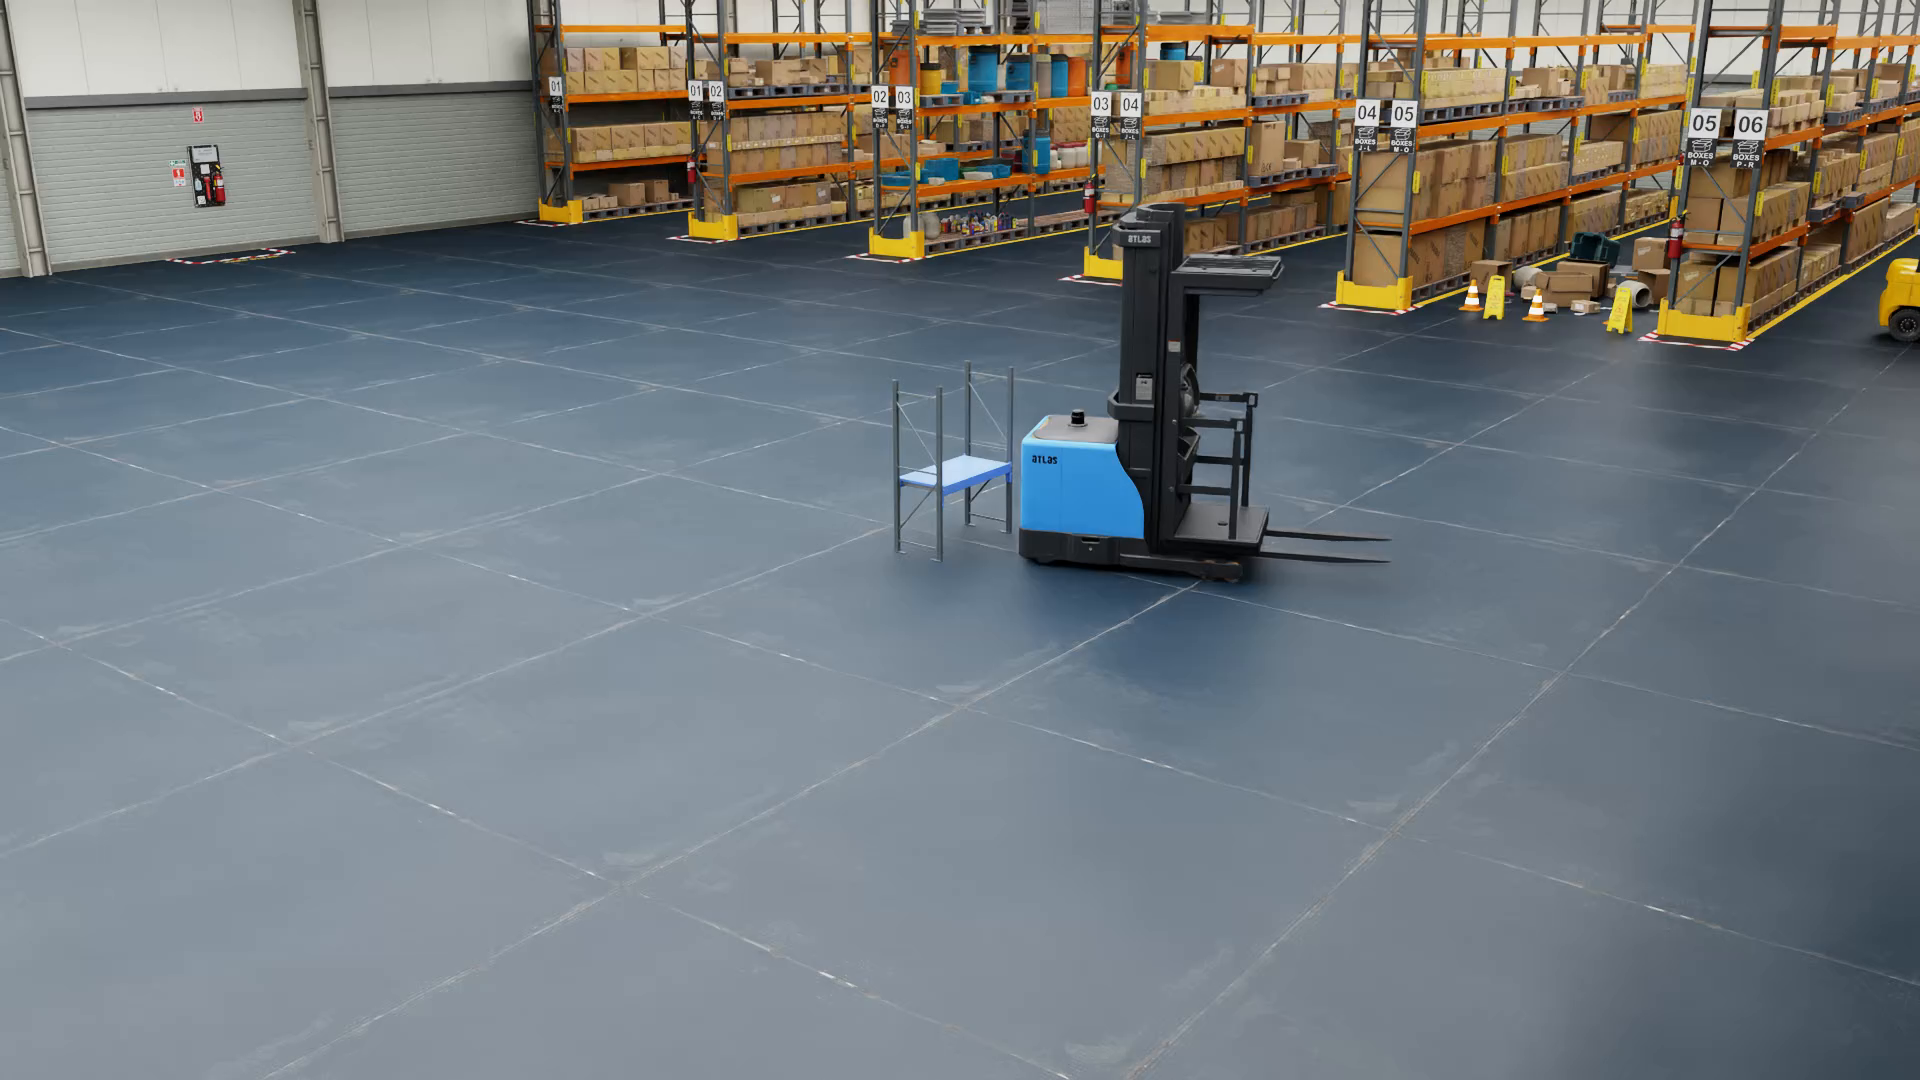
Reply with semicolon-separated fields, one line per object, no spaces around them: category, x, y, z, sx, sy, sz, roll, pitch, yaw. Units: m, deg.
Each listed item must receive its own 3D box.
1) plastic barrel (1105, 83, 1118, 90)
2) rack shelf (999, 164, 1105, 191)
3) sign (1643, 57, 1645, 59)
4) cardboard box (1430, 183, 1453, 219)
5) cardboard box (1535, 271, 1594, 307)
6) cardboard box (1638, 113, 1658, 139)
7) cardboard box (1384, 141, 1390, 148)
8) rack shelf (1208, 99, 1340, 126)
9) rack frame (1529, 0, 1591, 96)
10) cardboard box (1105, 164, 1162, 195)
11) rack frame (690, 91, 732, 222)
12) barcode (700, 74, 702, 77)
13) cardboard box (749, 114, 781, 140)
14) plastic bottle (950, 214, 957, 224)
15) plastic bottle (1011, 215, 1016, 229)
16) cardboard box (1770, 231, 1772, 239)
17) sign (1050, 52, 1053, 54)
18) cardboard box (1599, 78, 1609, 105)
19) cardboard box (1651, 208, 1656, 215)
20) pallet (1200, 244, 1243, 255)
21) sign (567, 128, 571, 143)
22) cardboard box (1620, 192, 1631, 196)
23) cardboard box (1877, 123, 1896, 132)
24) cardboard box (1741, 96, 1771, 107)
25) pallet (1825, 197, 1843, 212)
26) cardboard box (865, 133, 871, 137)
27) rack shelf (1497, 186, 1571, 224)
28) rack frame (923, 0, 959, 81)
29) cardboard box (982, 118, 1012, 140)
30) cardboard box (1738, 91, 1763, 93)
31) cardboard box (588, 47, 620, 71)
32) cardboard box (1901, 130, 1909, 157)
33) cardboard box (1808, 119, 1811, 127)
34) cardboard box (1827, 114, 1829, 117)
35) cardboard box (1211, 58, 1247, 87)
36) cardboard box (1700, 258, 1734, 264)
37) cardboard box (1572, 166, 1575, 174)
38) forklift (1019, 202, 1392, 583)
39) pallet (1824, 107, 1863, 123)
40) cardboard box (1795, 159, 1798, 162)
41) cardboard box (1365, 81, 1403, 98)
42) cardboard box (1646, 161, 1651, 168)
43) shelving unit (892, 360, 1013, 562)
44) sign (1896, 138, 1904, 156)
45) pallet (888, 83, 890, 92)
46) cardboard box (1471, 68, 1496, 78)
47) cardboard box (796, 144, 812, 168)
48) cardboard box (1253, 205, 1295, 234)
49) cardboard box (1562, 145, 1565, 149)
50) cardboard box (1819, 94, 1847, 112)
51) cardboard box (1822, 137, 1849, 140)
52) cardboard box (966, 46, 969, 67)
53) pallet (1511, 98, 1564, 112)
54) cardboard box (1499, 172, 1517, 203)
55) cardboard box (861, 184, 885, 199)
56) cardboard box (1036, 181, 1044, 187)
plastic barrel;3.415;-10.188;37.548;0.294;0.245;0.294;0;17;0
rack shelf;2.330;-8.077;36.761;1.077;0.370;4.000;12;21;35
sign;15.753;-10.973;38.340;0.100;0.325;0.005;12;21;35
cardboard box;7.585;-5.630;27.415;0.875;0.550;0.550;12;21;35
cardboard box;9.705;-4.039;26.753;0.797;0.503;0.637;-1;17;-3
cardboard box;14.892;-9.047;36.314;0.500;0.500;0.500;13;21;36
cardboard box;9.523;-8.746;37.534;0.500;0.500;0.500;13;22;36
rack shelf;6.307;-8.635;33.498;1.077;0.370;4.000;12;21;35
rack frame;11.422;-9.986;31.581;1.000;3.000;0.127;12;21;35
cardboard box;3.082;-6.432;29.582;0.875;0.500;0.500;12;21;35
rack frame;-5.221;-7.868;34.874;1.000;3.000;0.127;12;21;35
barcode;-5.429;-9.735;34.849;0.001;0.075;0.075;12;21;35
cardboard box;-4.292;-8.903;35.852;0.700;0.500;0.500;13;21;35
plastic bottle;-0.153;-6.580;34.452;0.144;0.351;0.185;13;22;37
plastic bottle;1.116;-6.684;34.902;0.061;0.283;0.133;14;22;37
cardboard box;11.737;-4.521;24.521;0.380;0.149;0.250;13;22;36
sign;2.377;-12.496;43.185;0.100;0.325;0.005;12;21;35
cardboard box;12.562;-8.931;33.071;0.500;0.500;0.500;12;21;35
cardboard box;15.506;-7.444;37.608;0.380;0.149;0.250;11;21;32
pallet;4.744;-5.571;32.181;1.003;0.211;1.213;12;21;35
sign;-8.766;-9.060;37.253;0.100;0.325;0.005;12;21;35
cardboard box;15.029;-7.823;37.825;0.380;0.149;0.250;13;22;37
cardboard box;18.238;-8.088;32.634;0.380;0.149;0.250;12;21;34
cardboard box;11.204;-6.170;23.428;0.380;0.149;0.250;12;21;34
pallet;14.311;-5.700;28.218;1.003;0.211;1.213;12;21;35
cardboard box;-2.657;-11.122;45.742;0.380;0.149;0.250;12;21;35
rack shelf;10.231;-6.302;31.043;1.077;0.370;4.000;12;21;35
rack frame;-0.454;-12.638;40.121;1.000;3.000;0.127;12;21;35
cardboard box;0.926;-10.543;42.611;0.700;0.500;0.500;7;19;21
cardboard box;11.893;-6.674;25.052;0.380;0.149;0.250;12;21;34
cardboard box;-8.141;-10.993;37.992;0.500;0.500;0.500;13;22;36
cardboard box;18.625;-7.939;33.247;0.500;0.500;0.500;12;21;34
cardboard box;12.911;-6.457;25.697;0.380;0.149;0.250;13;21;35
cardboard box;14.572;-7.384;28.085;0.797;0.503;0.637;12;21;35
cardboard box;5.052;-8.778;31.234;0.500;0.500;0.500;12;21;33
cardboard box;11.267;-3.973;24.995;0.500;0.500;0.500;13;22;37
cardboard box;11.851;-7.273;32.674;0.380;0.149;0.250;12;21;34
forklift;2.068;-1.228;13.610;3.031;2.935;1.130;5;18;14
pallet;14.143;-7.037;27.456;1.213;0.211;1.003;12;21;35
cardboard box;13.772;-6.099;27.800;0.500;0.500;0.500;13;22;37
cardboard box;6.723;-7.133;26.325;0.500;0.250;0.500;13;21;35
cardboard box;14.983;-8.286;36.644;0.380;0.149;0.250;14;22;37
shelving unit;-0.051;-0.696;14.308;0.538;1.500;1.048;12;21;35
sign;18.283;-7.645;32.338;0.100;0.325;0.005;12;21;35
pallet;-1.451;-10.671;39.163;1.003;0.211;1.213;14;22;37
cardboard box;8.776;-7.847;27.952;0.380;0.149;0.250;12;21;35
cardboard box;-3.708;-8.516;36.793;0.700;0.500;0.500;13;21;35
cardboard box;6.464;-6.605;34.279;0.700;0.500;0.500;15;23;39
cardboard box;12.118;-7.991;33.984;0.380;0.149;0.250;14;22;37
cardboard box;13.745;-6.948;26.398;0.500;0.250;0.500;12;21;33
cardboard box;16.156;-7.206;30.889;0.500;0.500;0.500;12;21;35
cardboard box;0.114;-11.955;41.124;0.500;0.500;0.500;12;21;35
pallet;10.417;-8.034;30.670;1.003;0.211;1.213;14;22;37
cardboard box;9.568;-6.294;29.638;0.500;0.500;0.500;13;21;35
cardboard box;-2.089;-8.149;38.761;0.500;0.311;0.500;12;21;34
cardboard box;1.865;-9.574;43.842;0.500;0.500;0.500;12;21;34
